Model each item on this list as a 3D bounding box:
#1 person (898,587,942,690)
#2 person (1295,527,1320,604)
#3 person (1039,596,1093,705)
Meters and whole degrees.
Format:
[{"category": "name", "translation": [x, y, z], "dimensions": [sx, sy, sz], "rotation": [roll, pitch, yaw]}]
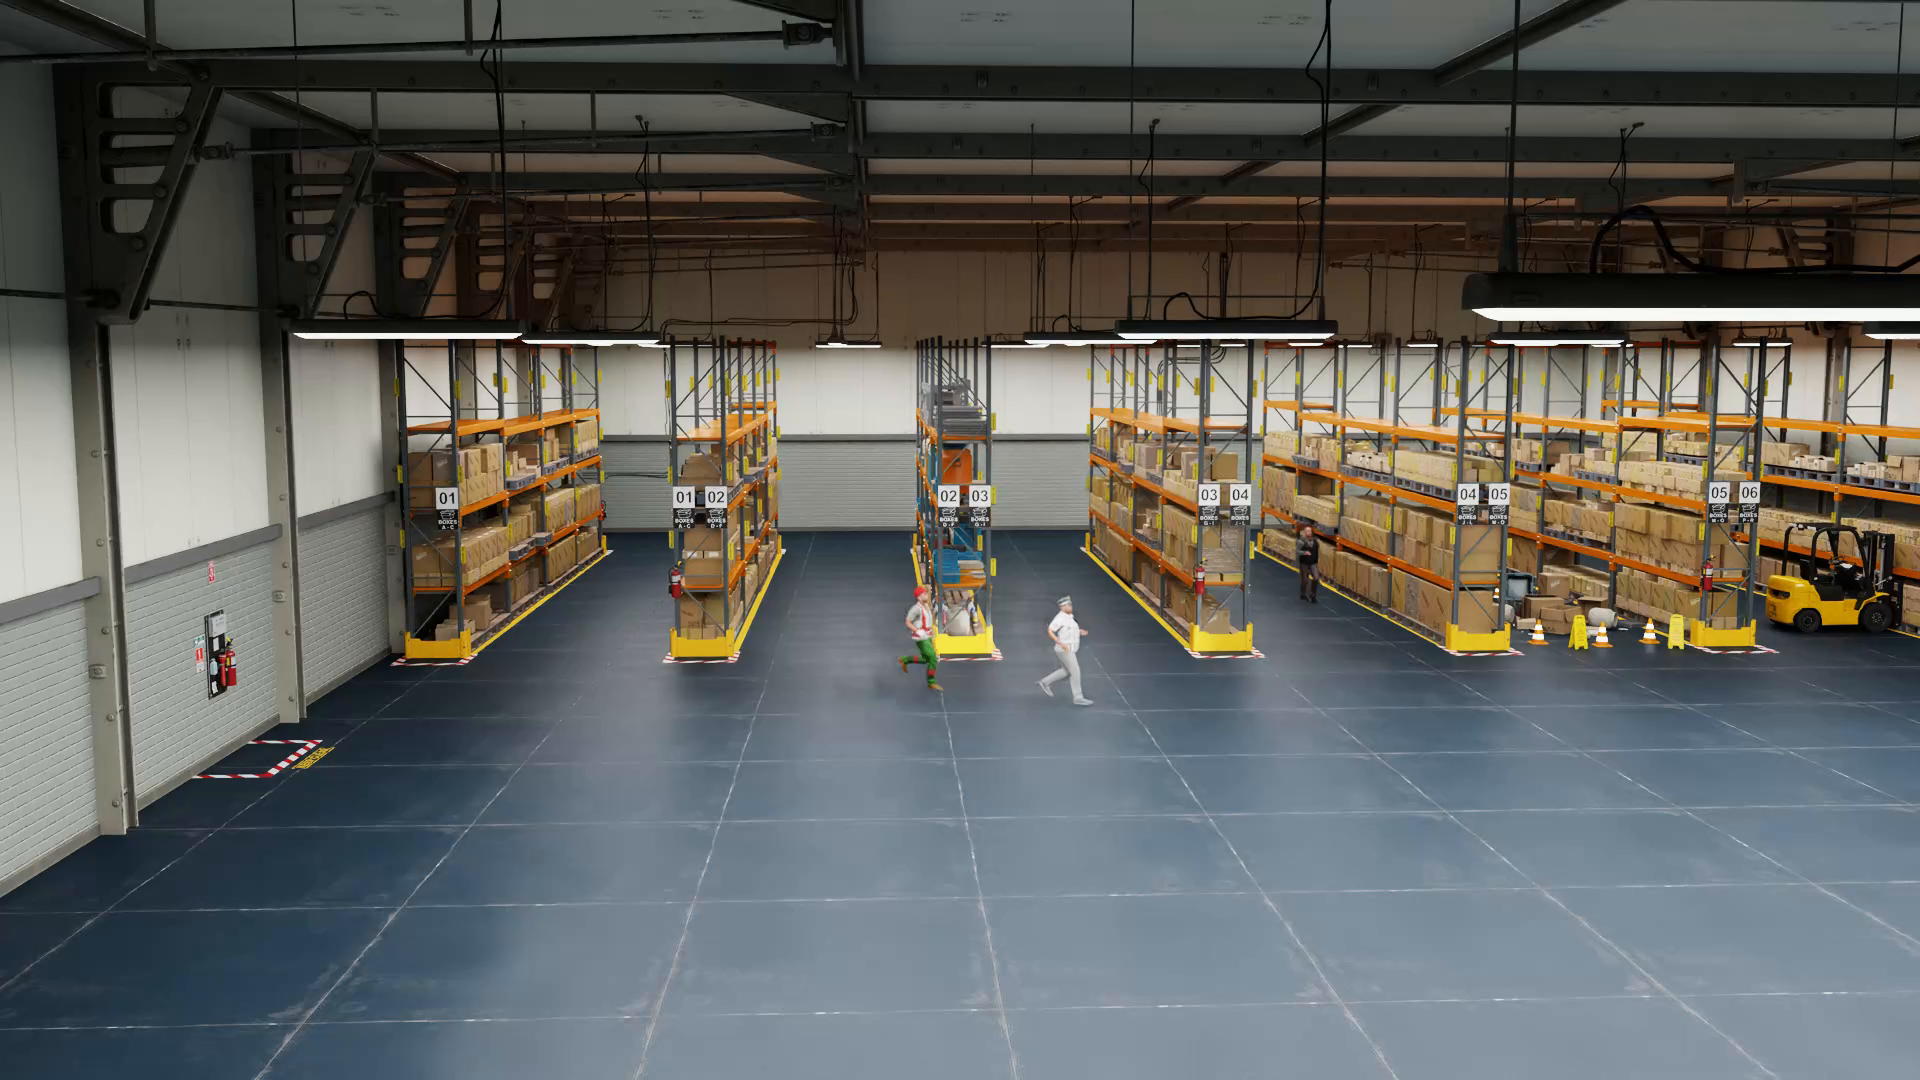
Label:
[{"category": "person", "translation": [-0.688, 1.668, 28.286], "dimensions": [0.841, 1.746, 0.647], "rotation": [2, 7, 18]}, {"category": "person", "translation": [7.930, 0.587, 37.834], "dimensions": [0.635, 1.770, 0.756], "rotation": [-1, 7, -5]}, {"category": "person", "translation": [1.729, 1.775, 26.984], "dimensions": [0.921, 1.755, 0.672], "rotation": [2, 7, 17]}]
